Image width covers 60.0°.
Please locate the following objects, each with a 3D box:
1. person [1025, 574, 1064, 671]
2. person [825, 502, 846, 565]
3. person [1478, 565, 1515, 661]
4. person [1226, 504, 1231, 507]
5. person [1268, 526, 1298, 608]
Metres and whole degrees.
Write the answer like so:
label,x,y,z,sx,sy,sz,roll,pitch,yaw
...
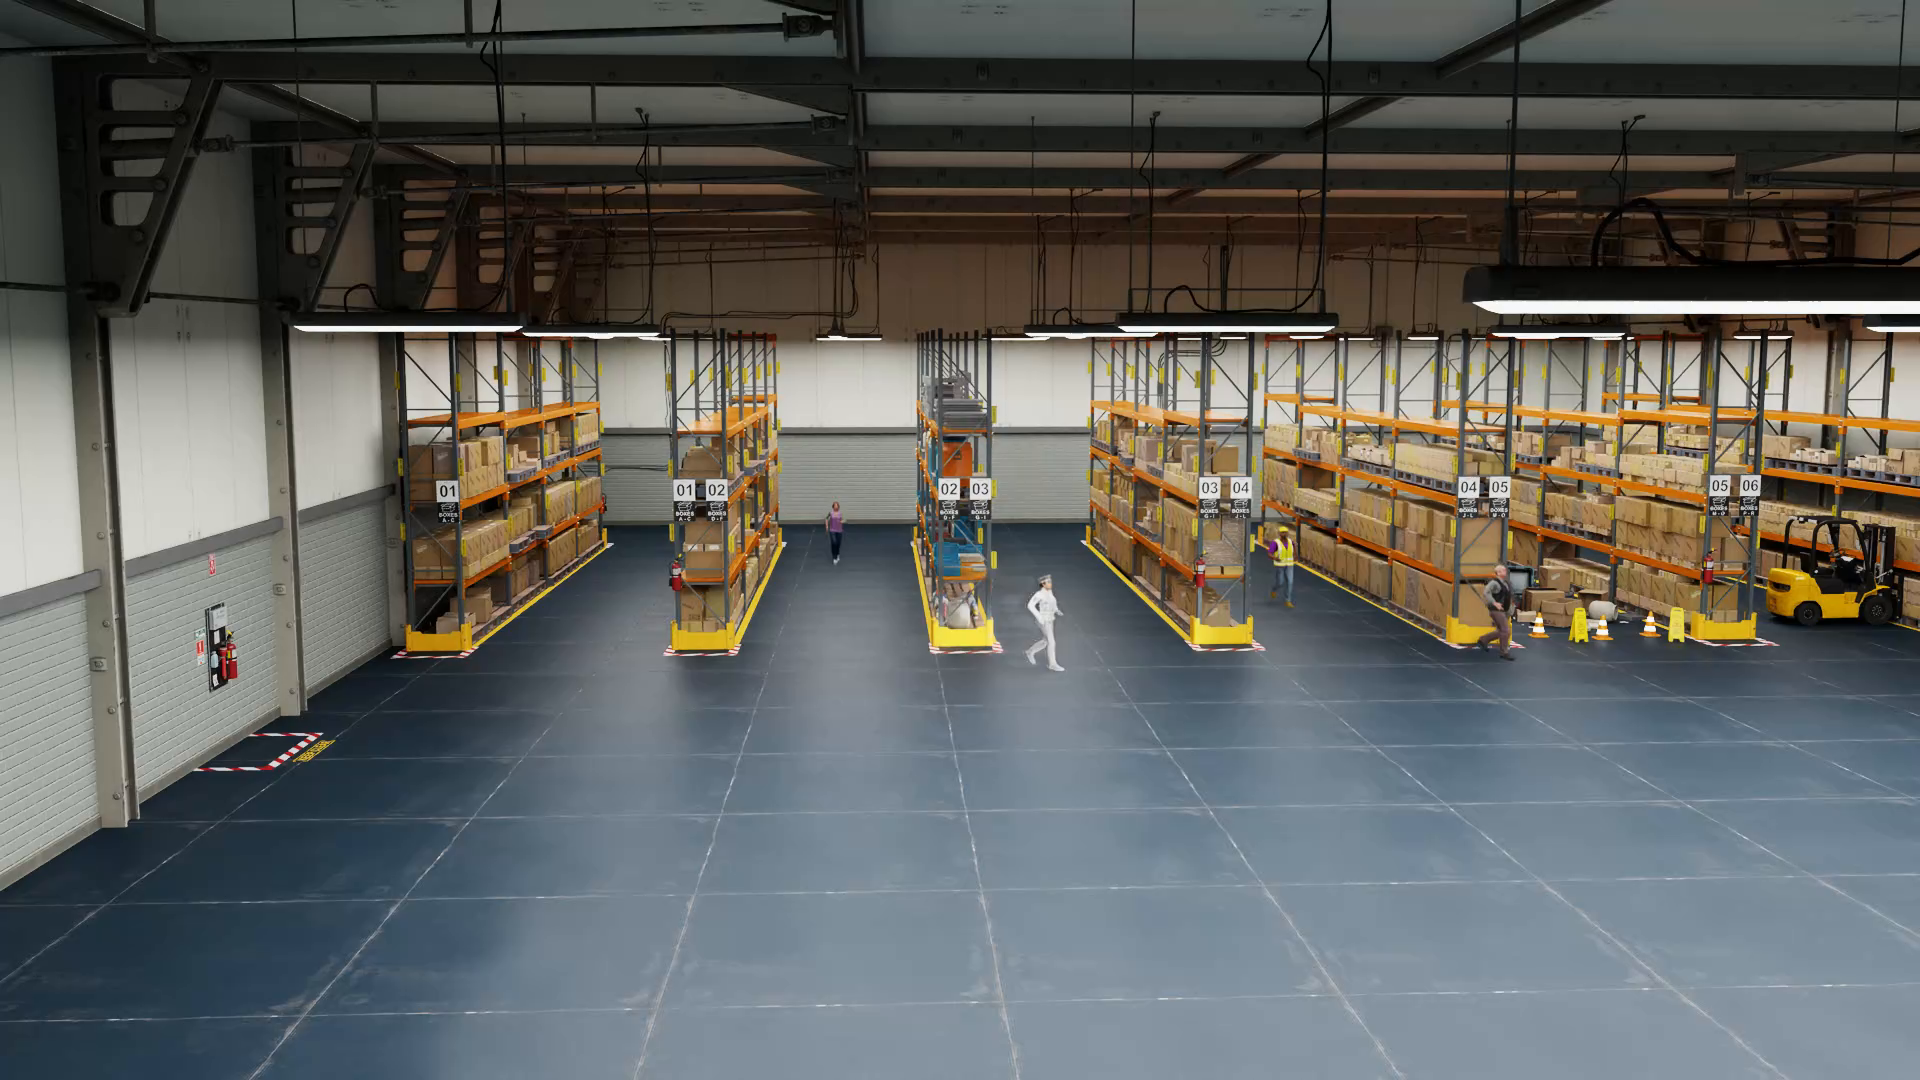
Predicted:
label,x,y,z,sx,sy,sz,roll,pitch,yaw
person,1.487,1.435,29.251,0.803,1.688,0.630,4,8,32
person,-3.241,-0.194,43.370,0.518,1.627,0.795,-2,7,-14
person,9.810,1.311,30.359,0.765,1.713,0.677,6,9,40
person,7.367,-0.688,47.305,0.769,1.693,0.540,4,8,28
person,7.094,0.570,36.414,0.713,1.741,0.966,-1,7,-11
